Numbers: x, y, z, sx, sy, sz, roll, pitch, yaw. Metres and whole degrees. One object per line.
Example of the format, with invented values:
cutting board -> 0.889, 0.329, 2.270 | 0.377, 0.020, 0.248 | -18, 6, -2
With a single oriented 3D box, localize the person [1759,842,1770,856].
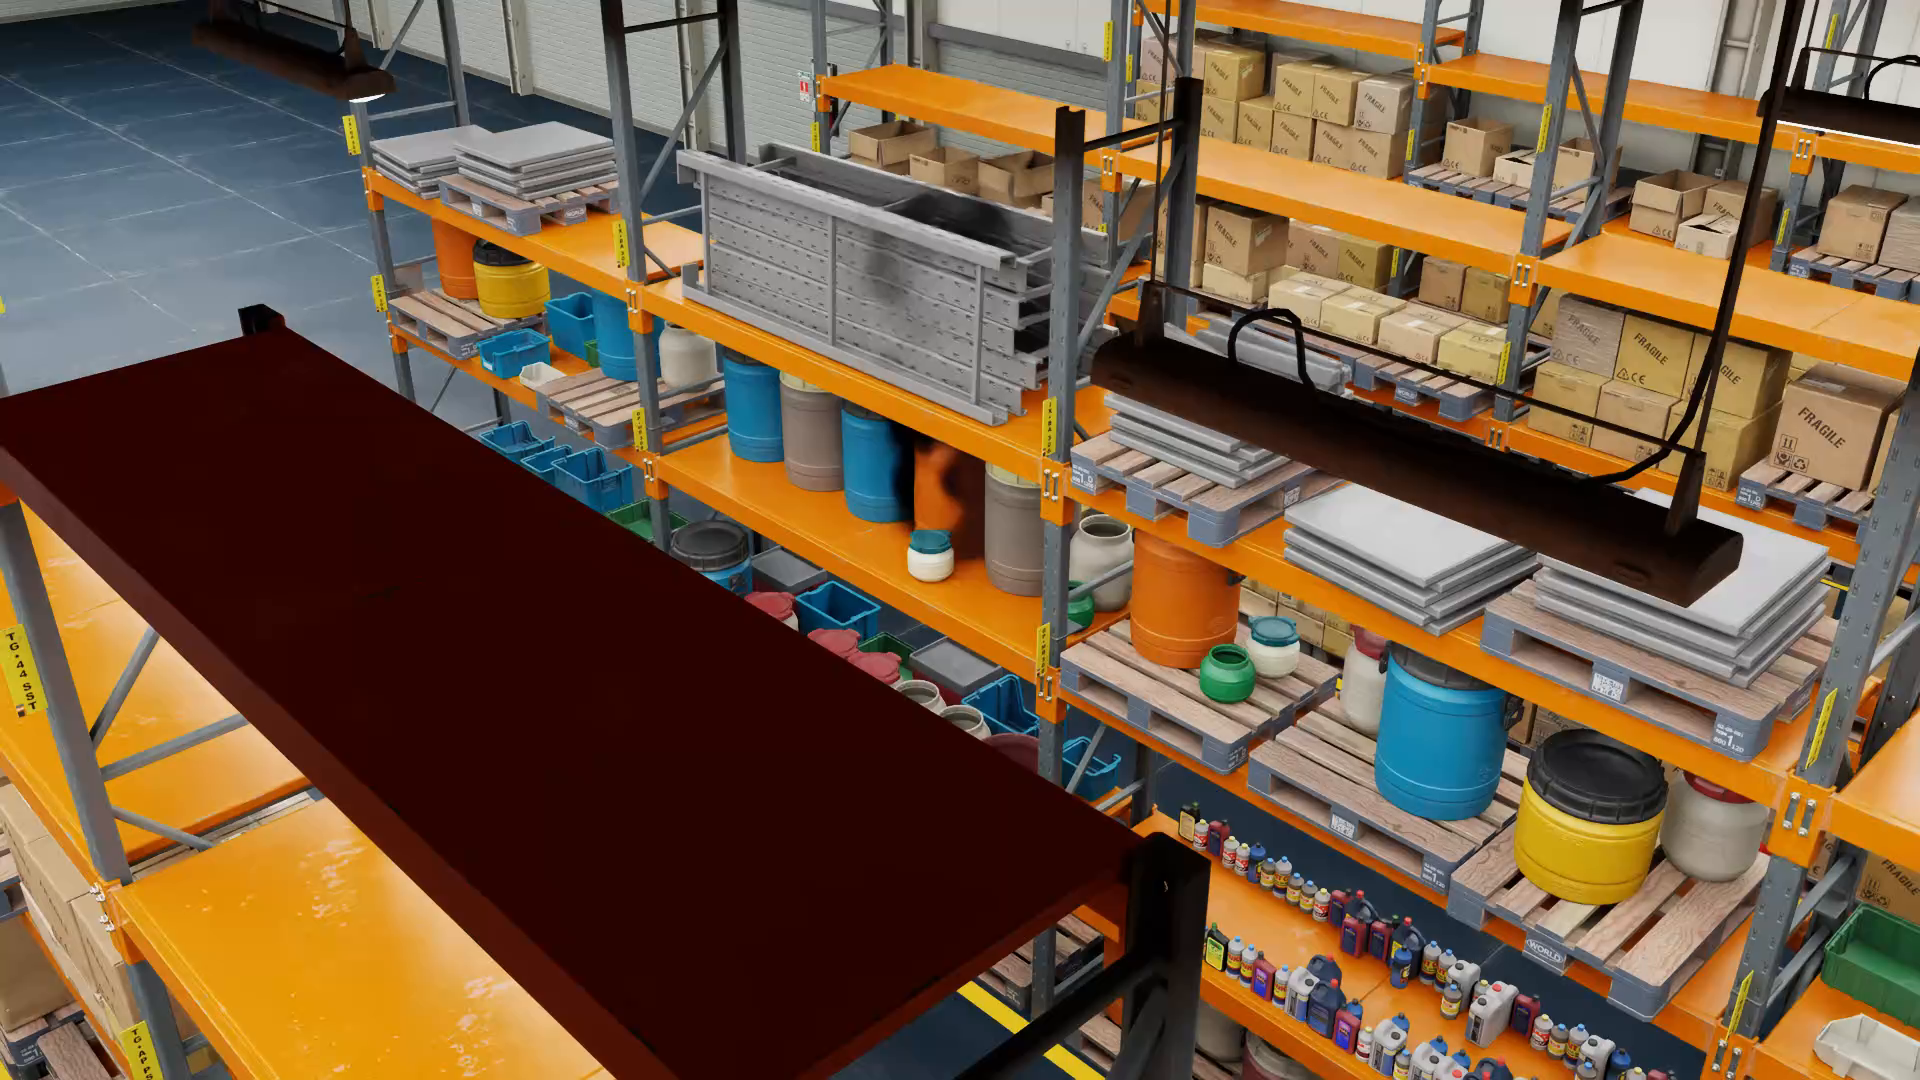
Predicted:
person -> 4.698, 2.385, 10.615 | 0.713, 1.747, 0.636 | 17, 33, 29
